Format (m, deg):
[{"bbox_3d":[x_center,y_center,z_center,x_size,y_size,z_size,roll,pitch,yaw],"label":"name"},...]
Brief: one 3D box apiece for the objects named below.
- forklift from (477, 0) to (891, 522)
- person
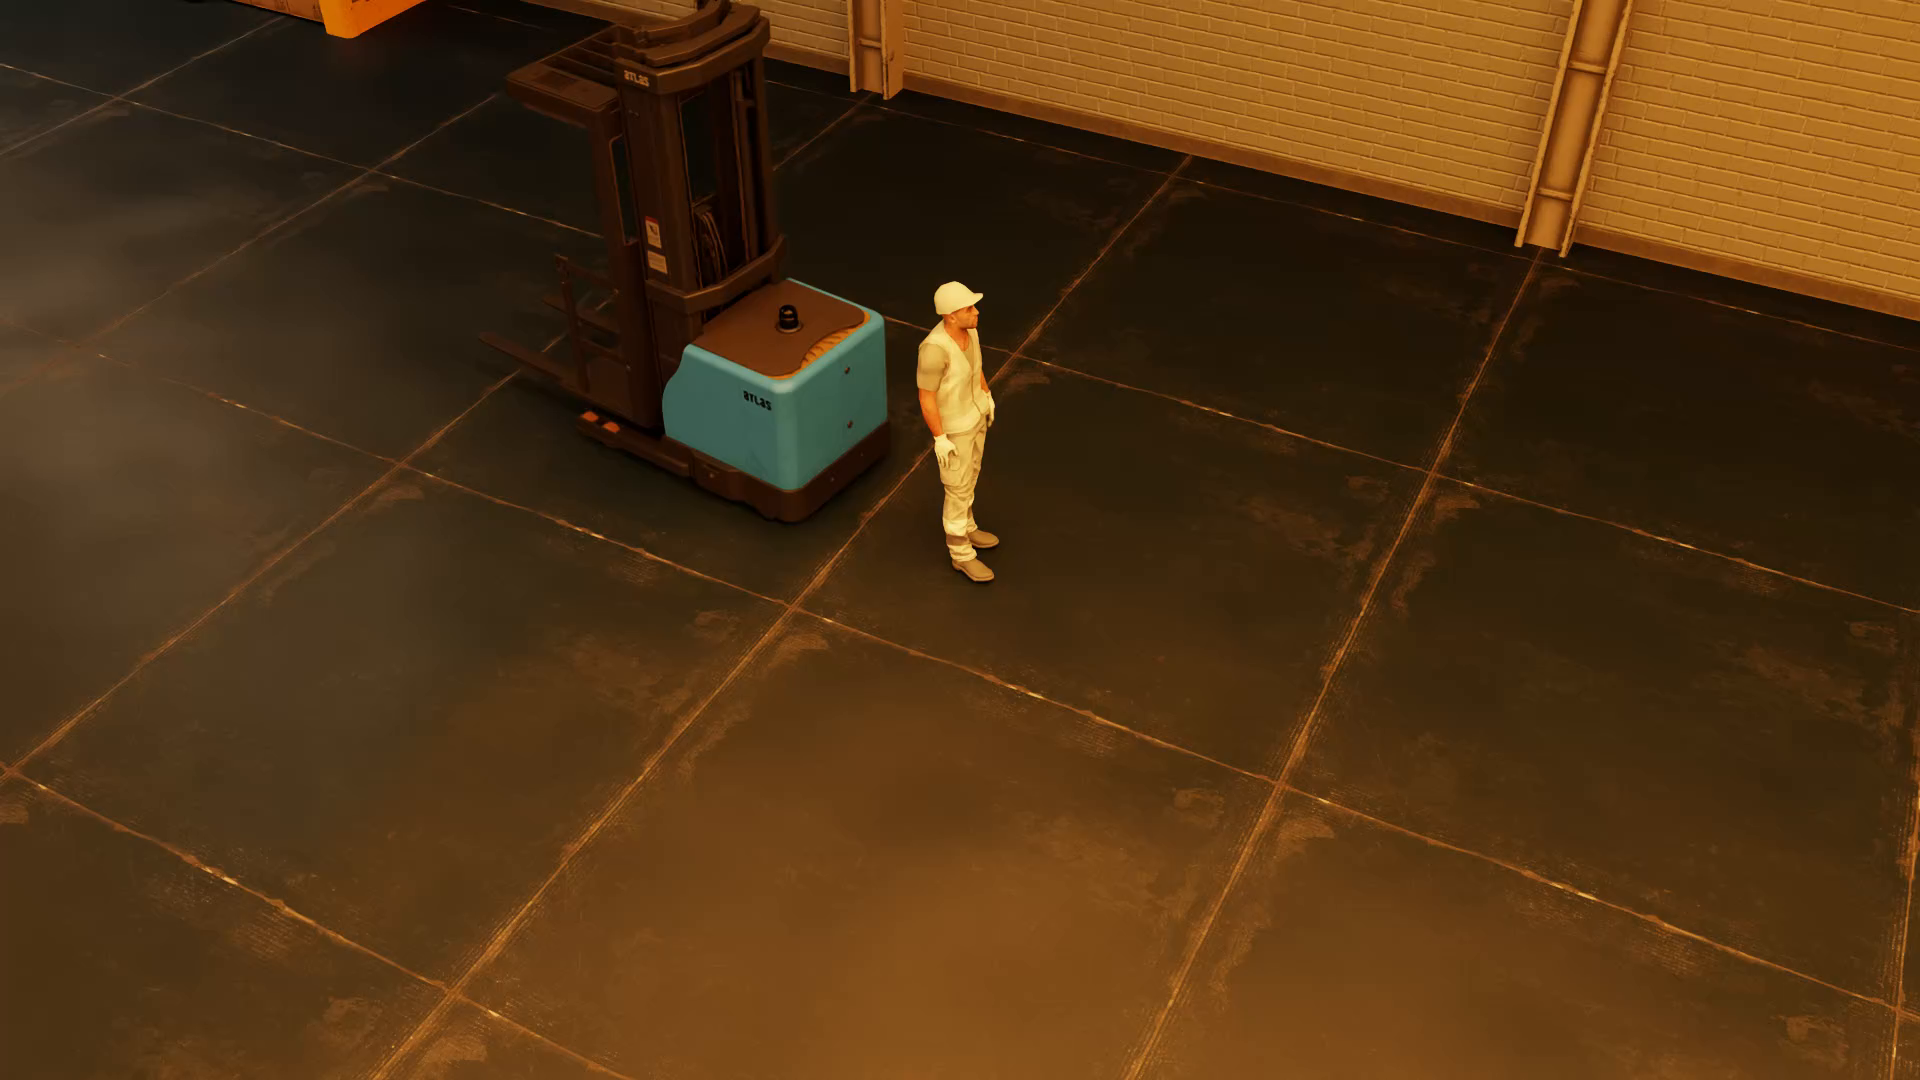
[{"bbox_3d":[-1.947,-1.987,10.346,3.031,2.935,1.130,24,46,26],"label":"forklift"},{"bbox_3d":[0.066,-0.660,9.645,0.564,1.787,0.638,18,43,21],"label":"person"}]
